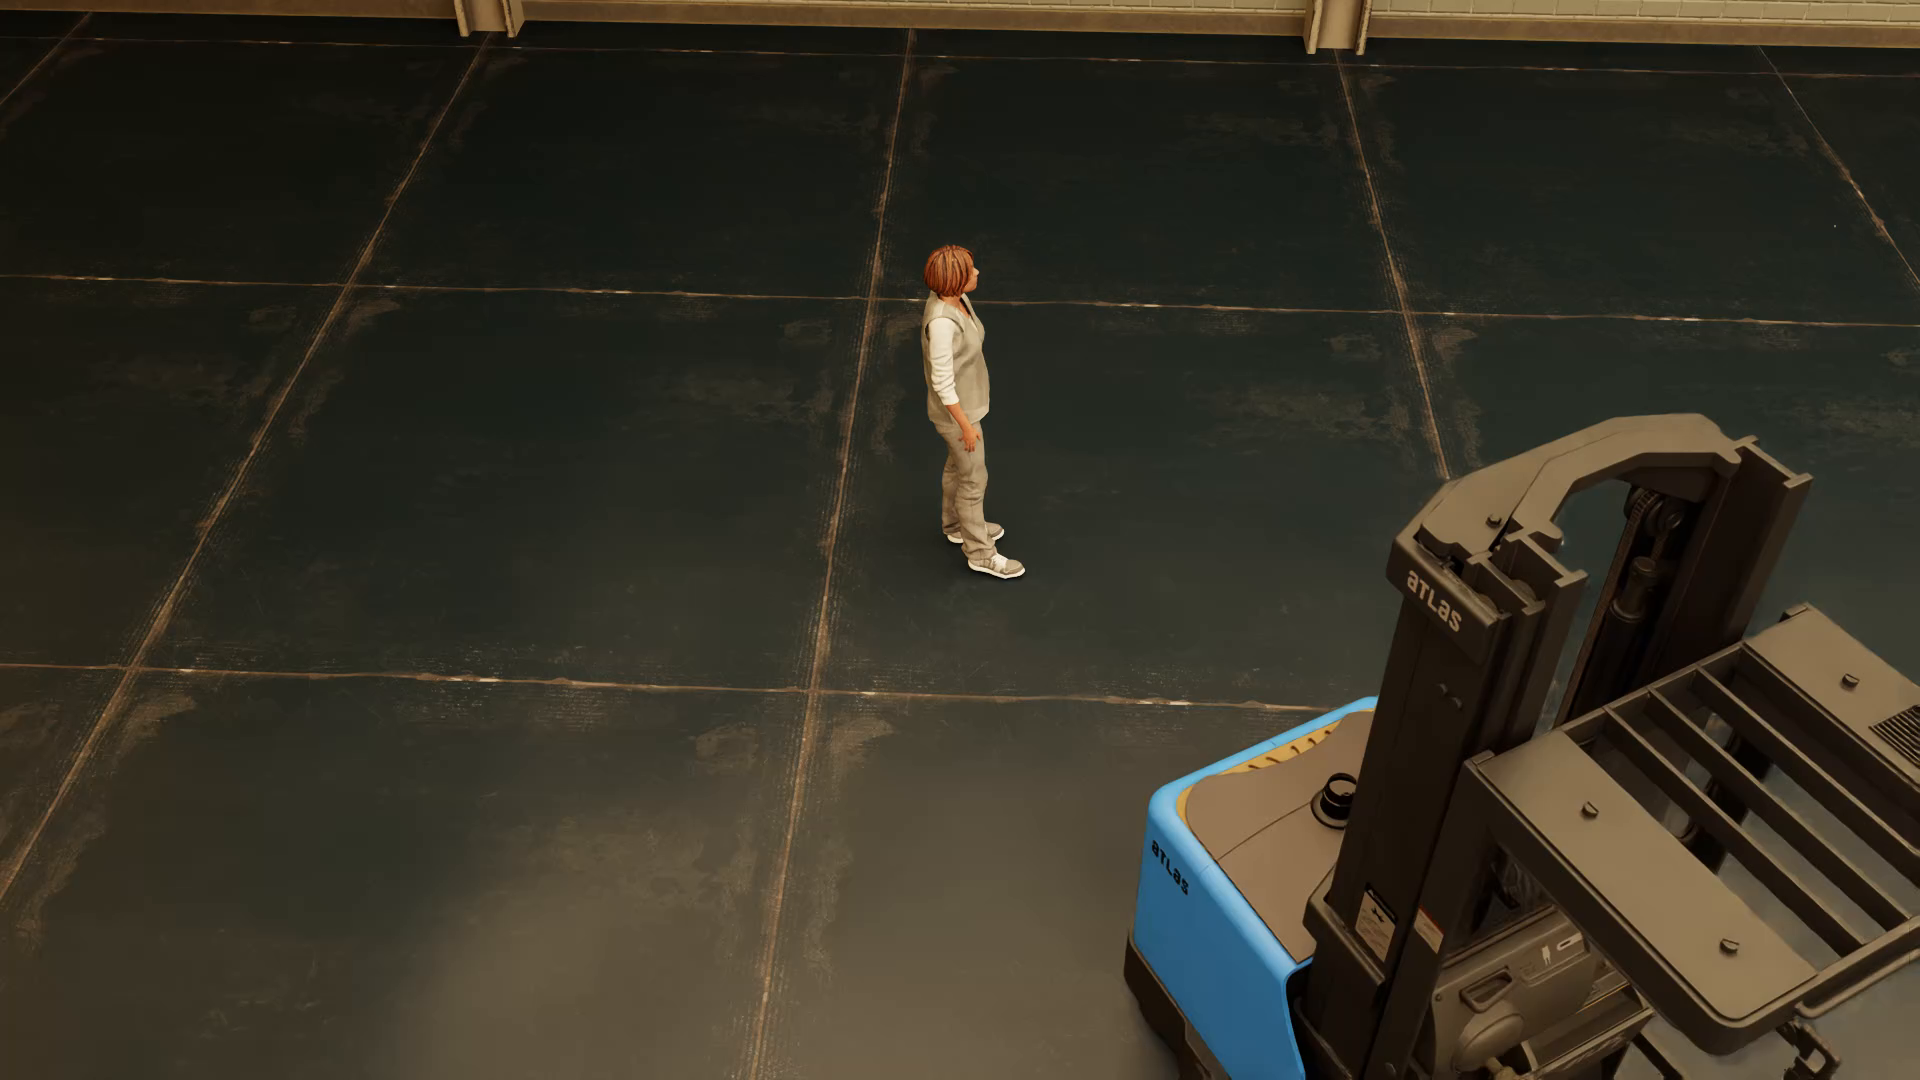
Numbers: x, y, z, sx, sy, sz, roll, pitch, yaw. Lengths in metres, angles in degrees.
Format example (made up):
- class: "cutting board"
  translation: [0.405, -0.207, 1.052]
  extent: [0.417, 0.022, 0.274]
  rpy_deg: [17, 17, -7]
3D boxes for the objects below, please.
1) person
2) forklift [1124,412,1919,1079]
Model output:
- class: "person"
  translation: [0.074, -0.584, 7.359]
  extent: [0.473, 1.599, 0.520]
  rpy_deg: [2, 42, 2]
- class: "forklift"
  translation: [1.737, 1.259, 4.363]
  extent: [1.130, 2.935, 3.031]
  rpy_deg: [-20, 46, -20]
